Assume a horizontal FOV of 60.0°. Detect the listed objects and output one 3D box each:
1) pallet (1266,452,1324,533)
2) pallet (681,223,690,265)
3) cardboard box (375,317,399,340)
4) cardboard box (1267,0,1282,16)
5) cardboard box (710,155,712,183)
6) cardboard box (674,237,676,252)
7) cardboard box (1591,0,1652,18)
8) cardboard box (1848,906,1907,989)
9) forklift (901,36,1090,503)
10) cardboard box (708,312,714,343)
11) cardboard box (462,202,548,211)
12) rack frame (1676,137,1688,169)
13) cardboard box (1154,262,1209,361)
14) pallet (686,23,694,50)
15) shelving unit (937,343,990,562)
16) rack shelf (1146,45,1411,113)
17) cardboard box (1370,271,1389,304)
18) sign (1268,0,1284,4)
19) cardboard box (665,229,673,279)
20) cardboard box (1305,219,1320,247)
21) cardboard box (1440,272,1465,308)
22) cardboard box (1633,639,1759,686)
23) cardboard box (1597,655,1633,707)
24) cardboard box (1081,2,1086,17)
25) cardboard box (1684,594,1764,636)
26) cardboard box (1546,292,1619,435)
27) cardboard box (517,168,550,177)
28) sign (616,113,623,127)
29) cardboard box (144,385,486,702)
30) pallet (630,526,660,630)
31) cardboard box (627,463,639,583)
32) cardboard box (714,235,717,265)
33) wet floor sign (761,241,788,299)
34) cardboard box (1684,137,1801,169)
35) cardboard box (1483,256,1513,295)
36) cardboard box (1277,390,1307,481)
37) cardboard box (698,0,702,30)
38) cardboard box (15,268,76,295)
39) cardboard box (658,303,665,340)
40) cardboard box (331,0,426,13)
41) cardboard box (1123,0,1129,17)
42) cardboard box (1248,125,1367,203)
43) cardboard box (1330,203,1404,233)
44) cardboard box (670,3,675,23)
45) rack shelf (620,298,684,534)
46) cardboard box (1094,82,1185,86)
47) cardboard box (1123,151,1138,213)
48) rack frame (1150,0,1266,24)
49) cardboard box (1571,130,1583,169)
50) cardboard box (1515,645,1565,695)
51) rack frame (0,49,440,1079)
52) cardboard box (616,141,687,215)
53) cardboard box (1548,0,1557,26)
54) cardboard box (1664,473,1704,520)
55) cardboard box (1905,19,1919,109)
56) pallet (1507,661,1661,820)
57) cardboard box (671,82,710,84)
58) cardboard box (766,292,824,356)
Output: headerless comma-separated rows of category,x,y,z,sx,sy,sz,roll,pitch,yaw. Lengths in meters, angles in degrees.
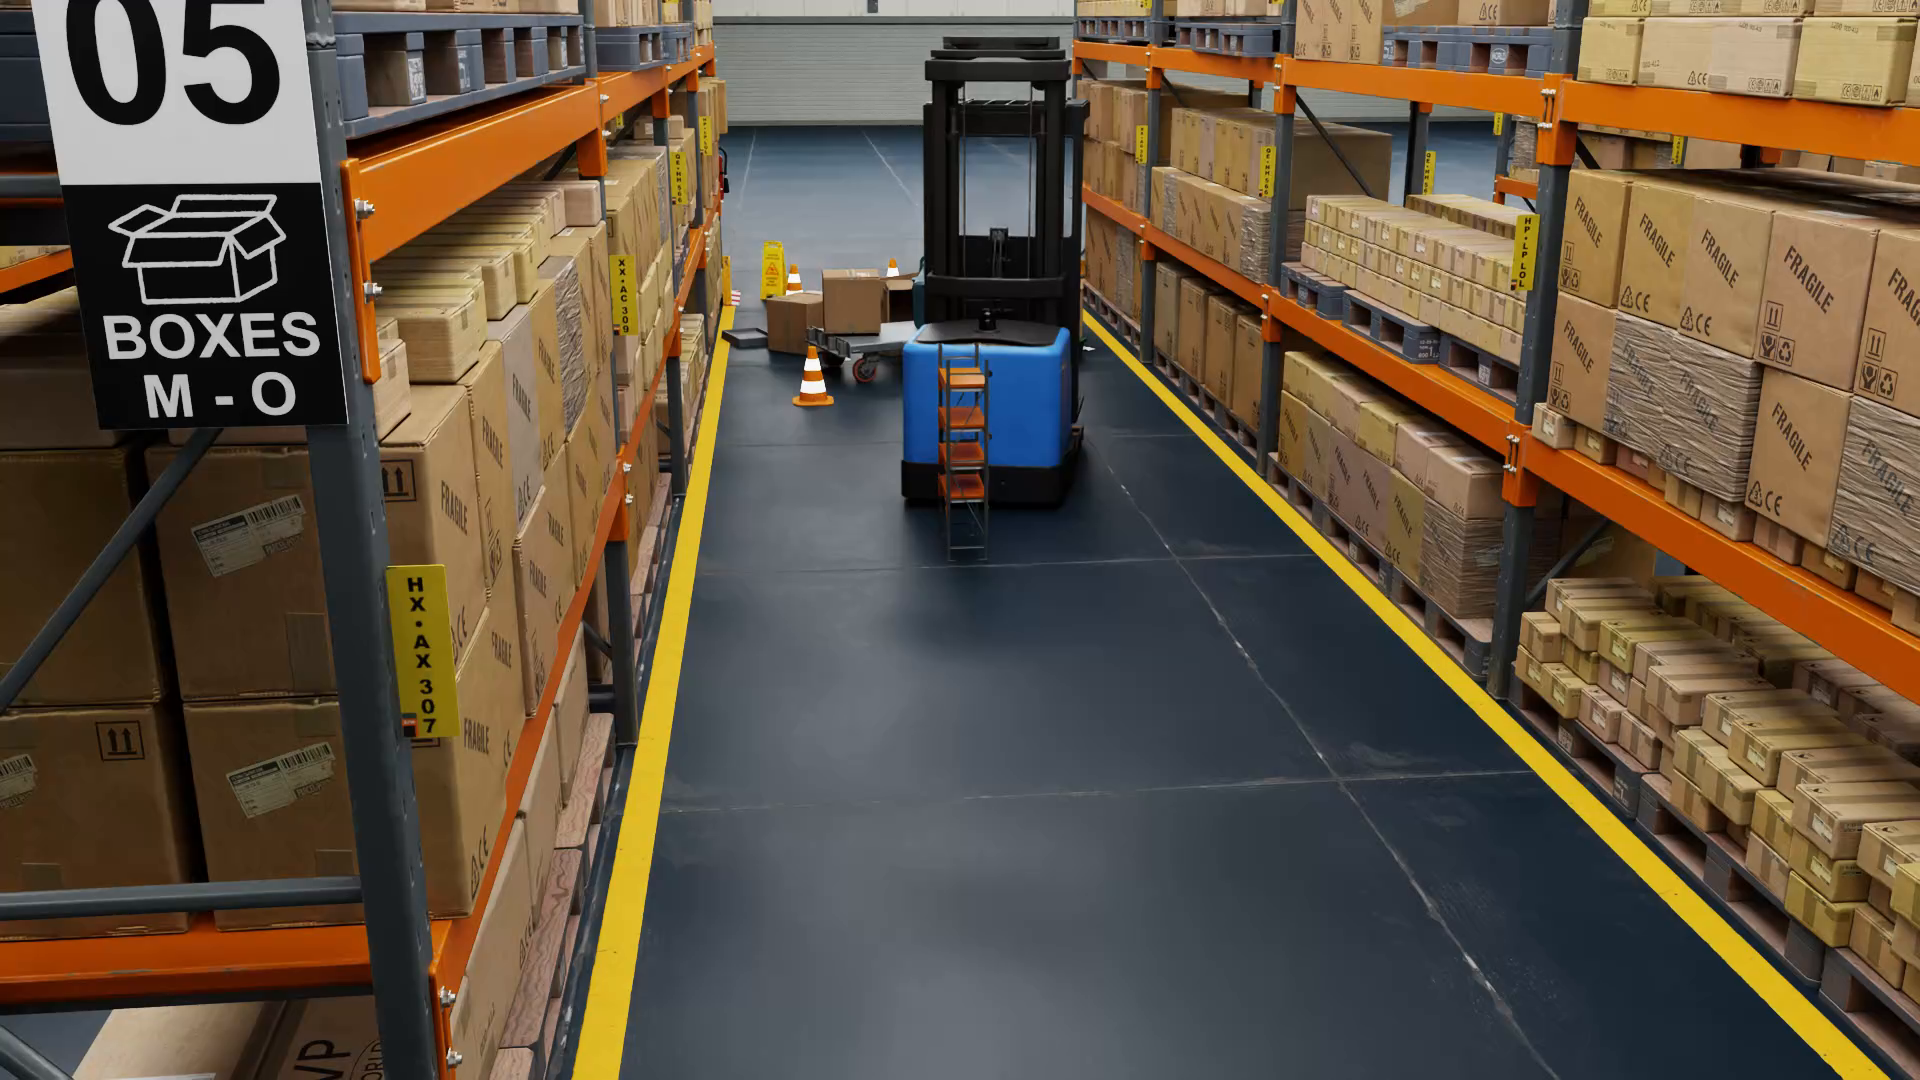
pallet,2.662,-0.337,10.897,1.003,0.211,1.213,-2,18,-6
pallet,-2.575,-2.214,12.542,1.003,0.211,1.213,-2,18,-6
cardboard box,-1.364,-0.358,3.390,0.380,0.149,0.250,-1,17,-4
cardboard box,2.303,-3.639,11.276,0.380,0.166,0.250,-2,18,-6
cardboard box,-2.696,-3.687,16.249,0.500,0.500,0.500,-2,17,-5
cardboard box,-2.157,-2.068,11.476,0.380,0.149,0.250,-3,18,-9
cardboard box,2.807,-2.156,6.443,0.500,0.250,0.500,-1,17,-4
cardboard box,3.039,1.265,5.199,0.380,0.149,0.250,-2,18,-5
forklift,0.327,-2.030,11.751,1.130,2.935,3.031,2,18,7
cardboard box,-2.535,-1.981,15.370,0.500,0.250,0.500,-3,18,-8
cardboard box,-1.590,-1.046,5.583,0.380,0.149,0.250,-2,18,-6
rack frame,7.115,-3.215,15.410,1.000,3.000,0.127,-2,18,-6
cardboard box,2.324,-2.037,14.711,1.050,0.750,0.750,-2,18,-6
pallet,-2.785,-4.063,13.417,1.213,0.211,1.003,-2,18,-6
shelving unit,0.017,-0.523,9.840,0.258,1.200,0.503,-2,18,-6
rack shelf,2.377,-3.584,12.778,1.077,0.370,4.000,-2,18,-6
cardboard box,2.567,-1.446,9.494,0.380,0.149,0.250,-2,17,-5
sign,2.030,-3.601,10.636,0.100,0.325,0.005,-2,18,-6
cardboard box,-2.027,-1.748,10.151,0.500,0.250,0.500,-2,18,-6
cardboard box,2.433,-1.972,10.673,0.380,0.149,0.250,-1,17,-3
cardboard box,2.675,-1.277,8.459,0.380,0.149,0.250,-2,18,-7
cardboard box,2.919,0.511,6.606,0.380,0.149,0.250,-2,18,-7
cardboard box,2.891,0.572,6.911,0.380,0.149,0.250,-2,18,-6
cardboard box,1.502,-5.655,17.725,0.380,0.149,0.250,-2,18,-5
cardboard box,3.357,0.341,7.150,0.380,0.149,0.250,-2,17,-5
cardboard box,2.796,-0.743,6.871,0.500,0.500,0.500,-2,18,-7
cardboard box,-2.375,-1.635,8.540,0.500,0.500,0.500,-1,17,-5
sign,-3.695,-4.497,18.047,0.100,0.325,0.005,-2,18,-6
cardboard box,-1.271,-0.010,3.365,0.500,0.500,0.500,-2,18,-7
pallet,-2.201,0.213,9.145,1.003,0.211,1.213,-2,18,-6
cardboard box,-2.162,-0.163,8.535,0.875,0.875,0.875,-1,17,-4
cardboard box,-2.711,-2.810,16.758,0.500,0.500,0.500,-2,18,-7
wet floor sign,-2.110,-3.067,18.869,0.267,0.644,0.232,4,18,13
cardboard box,7.057,-3.460,14.489,1.000,1.000,1.000,-2,18,-5
cardboard box,2.732,-1.266,7.928,0.380,0.149,0.250,-2,18,-7
cardboard box,2.402,-0.689,10.837,0.500,0.500,0.500,-3,18,-8
cardboard box,-2.578,-4.703,14.896,0.500,0.250,0.500,-2,18,-6
cardboard box,-7.923,-2.260,14.590,0.500,0.250,0.500,-1,17,-5
cardboard box,-1.915,-1.201,9.244,0.500,0.250,0.500,-2,18,-6
cardboard box,-1.388,-1.224,3.612,0.380,0.149,0.250,-1,17,-4
cardboard box,1.734,-4.978,15.569,0.380,0.149,0.250,-2,18,-5
cardboard box,2.493,-2.710,11.964,0.700,0.500,0.500,-2,18,-6
cardboard box,2.489,-1.968,10.161,0.380,0.149,0.250,-2,18,-6
cardboard box,-2.491,-4.148,12.924,0.500,0.250,0.500,-2,17,-5
rack shelf,-2.124,-0.778,8.848,1.077,0.370,4.000,-2,18,-6
cardboard box,1.906,-4.598,17.760,0.875,0.550,0.550,-2,18,-6
cardboard box,2.041,-3.436,15.864,0.875,0.550,0.550,-2,18,-6
rack frame,2.171,-5.954,14.119,1.000,3.000,0.127,-2,18,-6
cardboard box,6.911,-4.136,17.680,0.875,0.500,0.500,-2,18,-6
cardboard box,2.714,0.570,7.412,0.380,0.149,0.250,-3,18,-8
rack frame,-1.505,0.666,3.046,1.000,3.000,0.127,-2,18,-6
cardboard box,-2.312,-2.711,12.438,0.500,0.500,0.500,-2,18,-8
cardboard box,3.114,-2.566,7.782,0.500,0.311,0.500,-2,18,-6
cardboard box,2.863,-0.183,6.172,0.380,0.149,0.250,-1,17,-5
cardboard box,3.001,-1.303,4.564,0.500,0.250,0.500,-1,17,-3
pallet,3.100,0.821,7.209,1.003,0.211,1.213,-2,18,-6
cardboard box,-2.772,-4.169,16.116,0.700,0.500,0.500,-2,18,-6
cardboard box,-1.500,-2.079,15.959,0.500,0.500,0.500,11,21,32
